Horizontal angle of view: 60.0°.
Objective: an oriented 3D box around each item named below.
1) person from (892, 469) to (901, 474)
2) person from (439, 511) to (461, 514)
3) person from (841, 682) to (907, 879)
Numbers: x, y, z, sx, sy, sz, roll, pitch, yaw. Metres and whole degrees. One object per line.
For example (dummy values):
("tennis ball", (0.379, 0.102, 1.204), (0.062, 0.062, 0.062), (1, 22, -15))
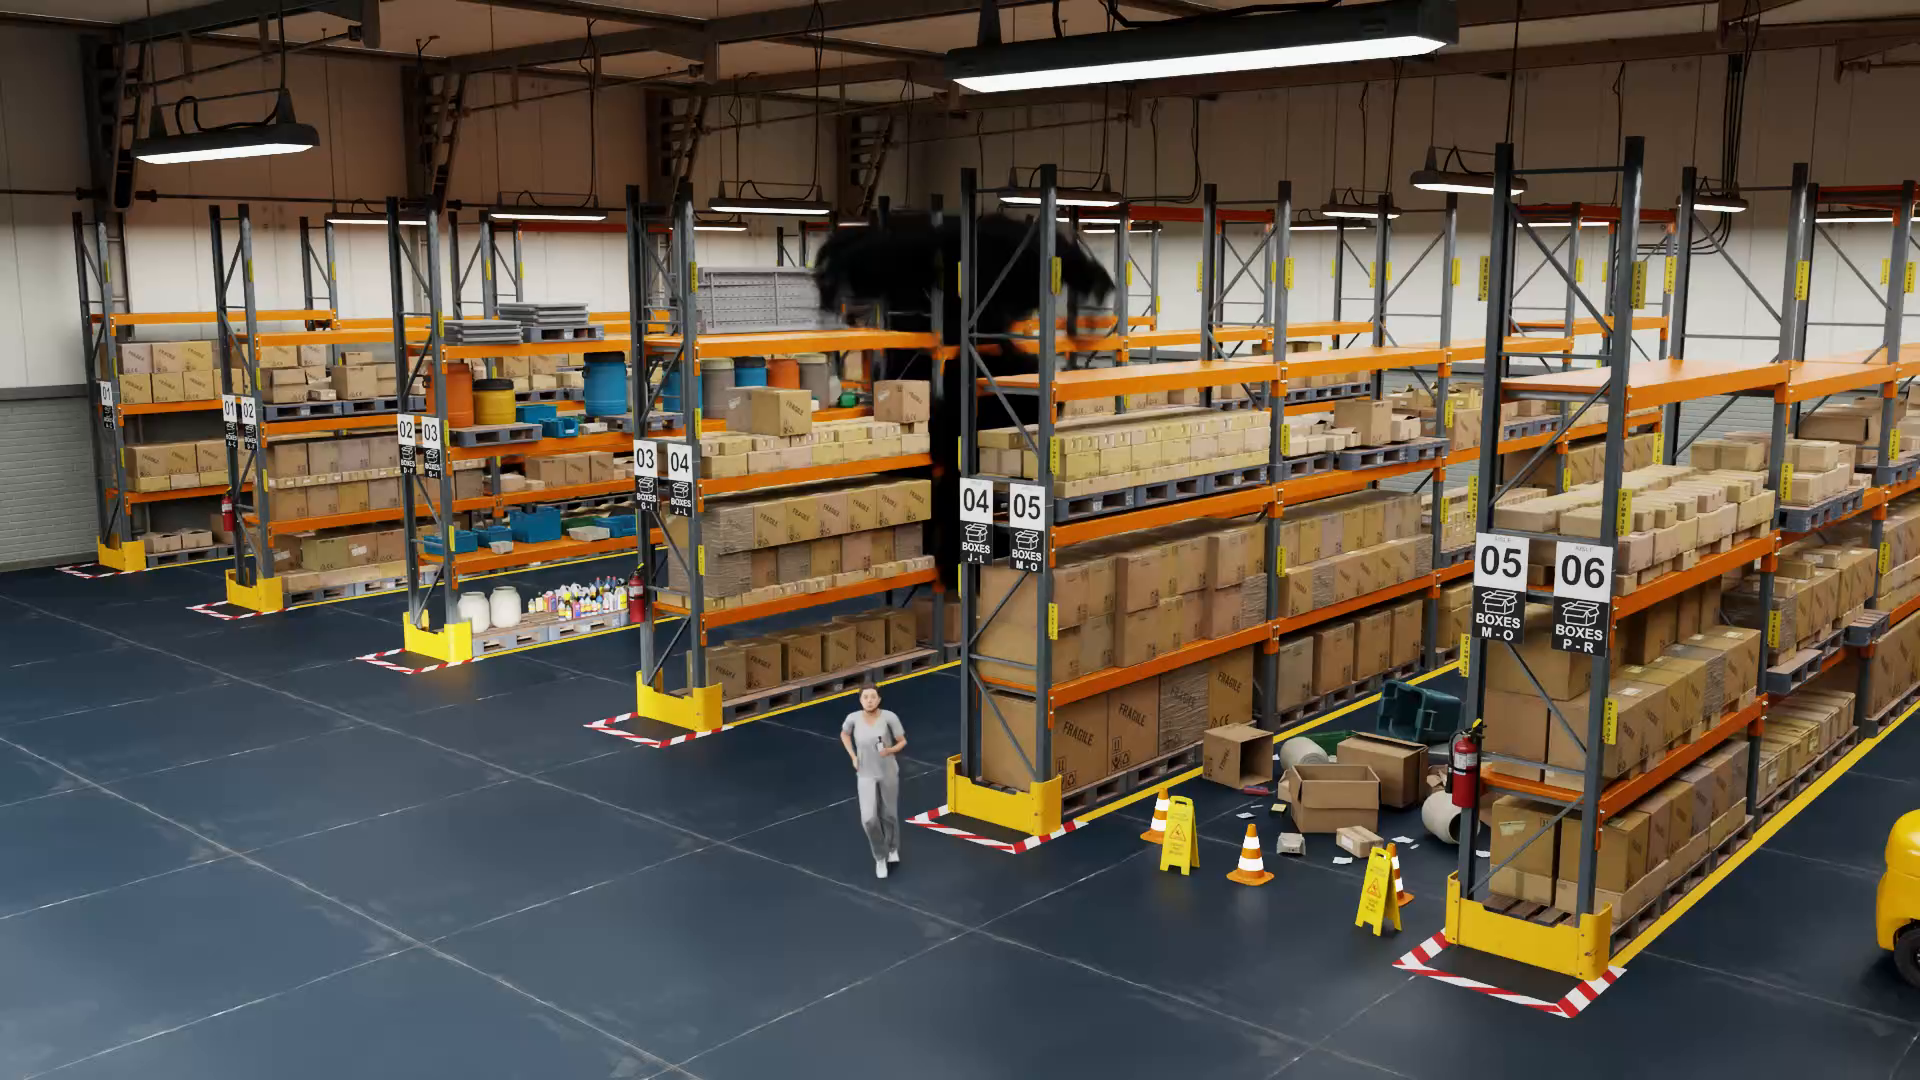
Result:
("person", (-1.324, -1.044, 32.492), (0.562, 1.729, 0.762), (5, 11, 30))
("person", (-9.111, -0.646, 29.820), (0.666, 1.790, 0.825), (8, 12, 40))
("person", (-0.732, 2.029, 14.153), (0.569, 1.690, 0.700), (0, 9, -2))
